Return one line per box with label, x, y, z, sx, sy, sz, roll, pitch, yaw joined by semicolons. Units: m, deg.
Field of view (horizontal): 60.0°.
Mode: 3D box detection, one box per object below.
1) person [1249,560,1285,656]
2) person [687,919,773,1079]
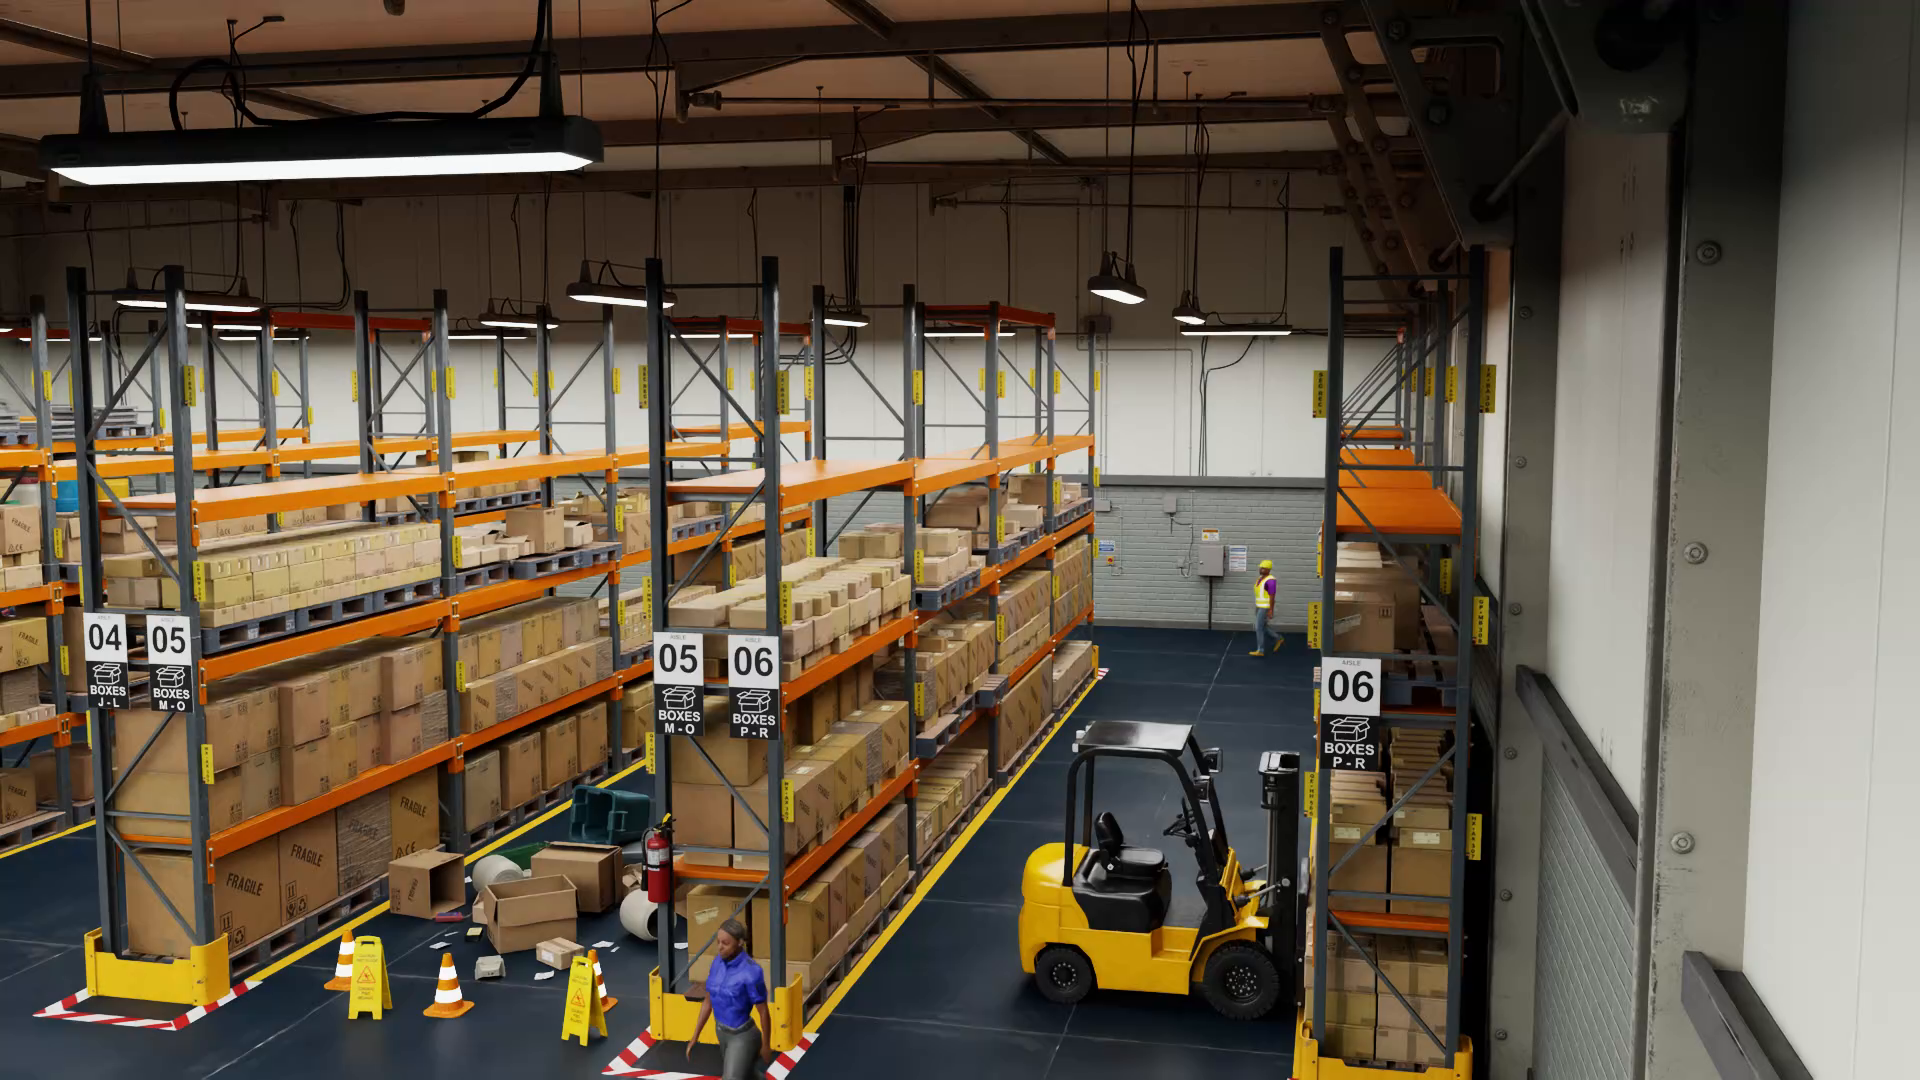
person;5.582;1.229;30.185;0.675;1.753;0.552;0;6;1
person;-1.498;3.259;10.833;1.056;1.594;0.487;-5;8;-40
